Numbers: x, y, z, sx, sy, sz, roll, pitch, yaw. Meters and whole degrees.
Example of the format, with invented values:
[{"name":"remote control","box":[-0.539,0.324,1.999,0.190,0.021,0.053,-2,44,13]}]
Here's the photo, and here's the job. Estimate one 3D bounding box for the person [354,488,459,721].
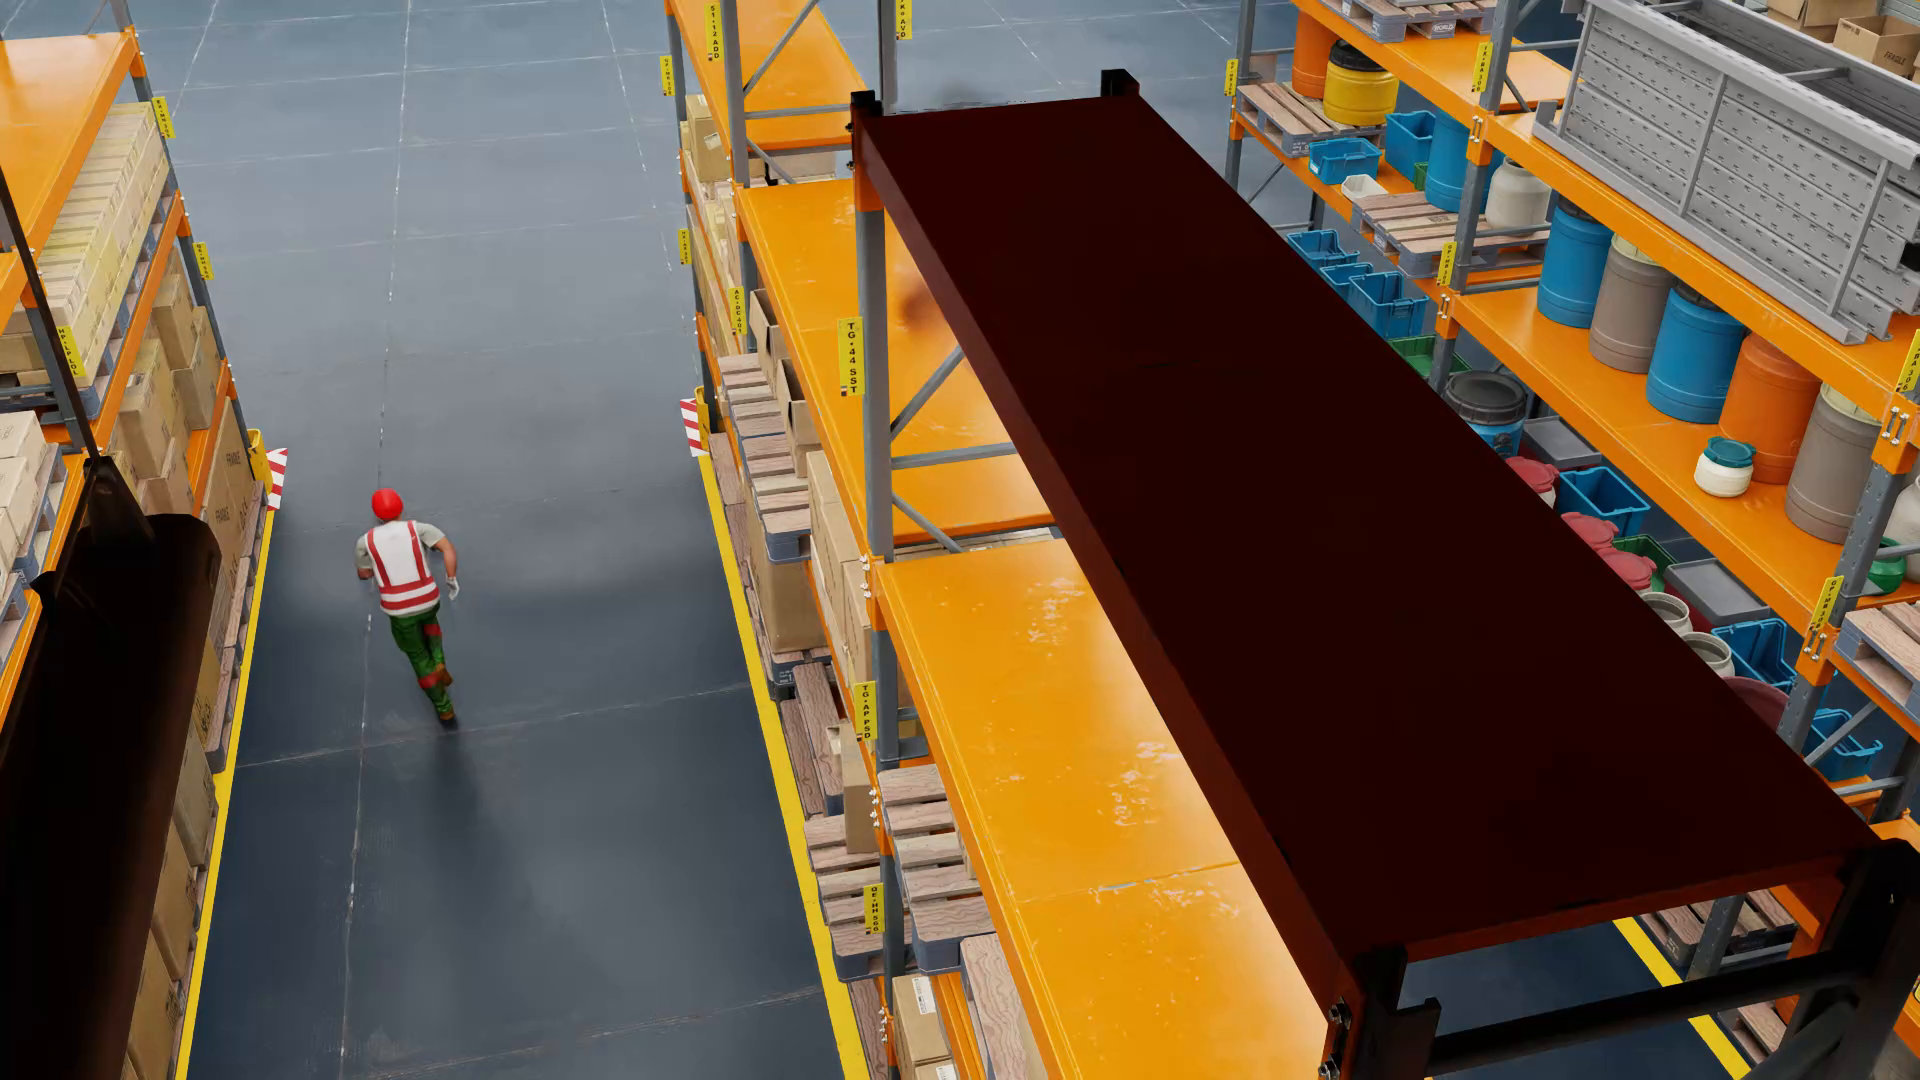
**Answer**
[{"name":"person","box":[-3.927,0.419,11.941,0.645,1.698,0.845,-18,38,-24]}]
